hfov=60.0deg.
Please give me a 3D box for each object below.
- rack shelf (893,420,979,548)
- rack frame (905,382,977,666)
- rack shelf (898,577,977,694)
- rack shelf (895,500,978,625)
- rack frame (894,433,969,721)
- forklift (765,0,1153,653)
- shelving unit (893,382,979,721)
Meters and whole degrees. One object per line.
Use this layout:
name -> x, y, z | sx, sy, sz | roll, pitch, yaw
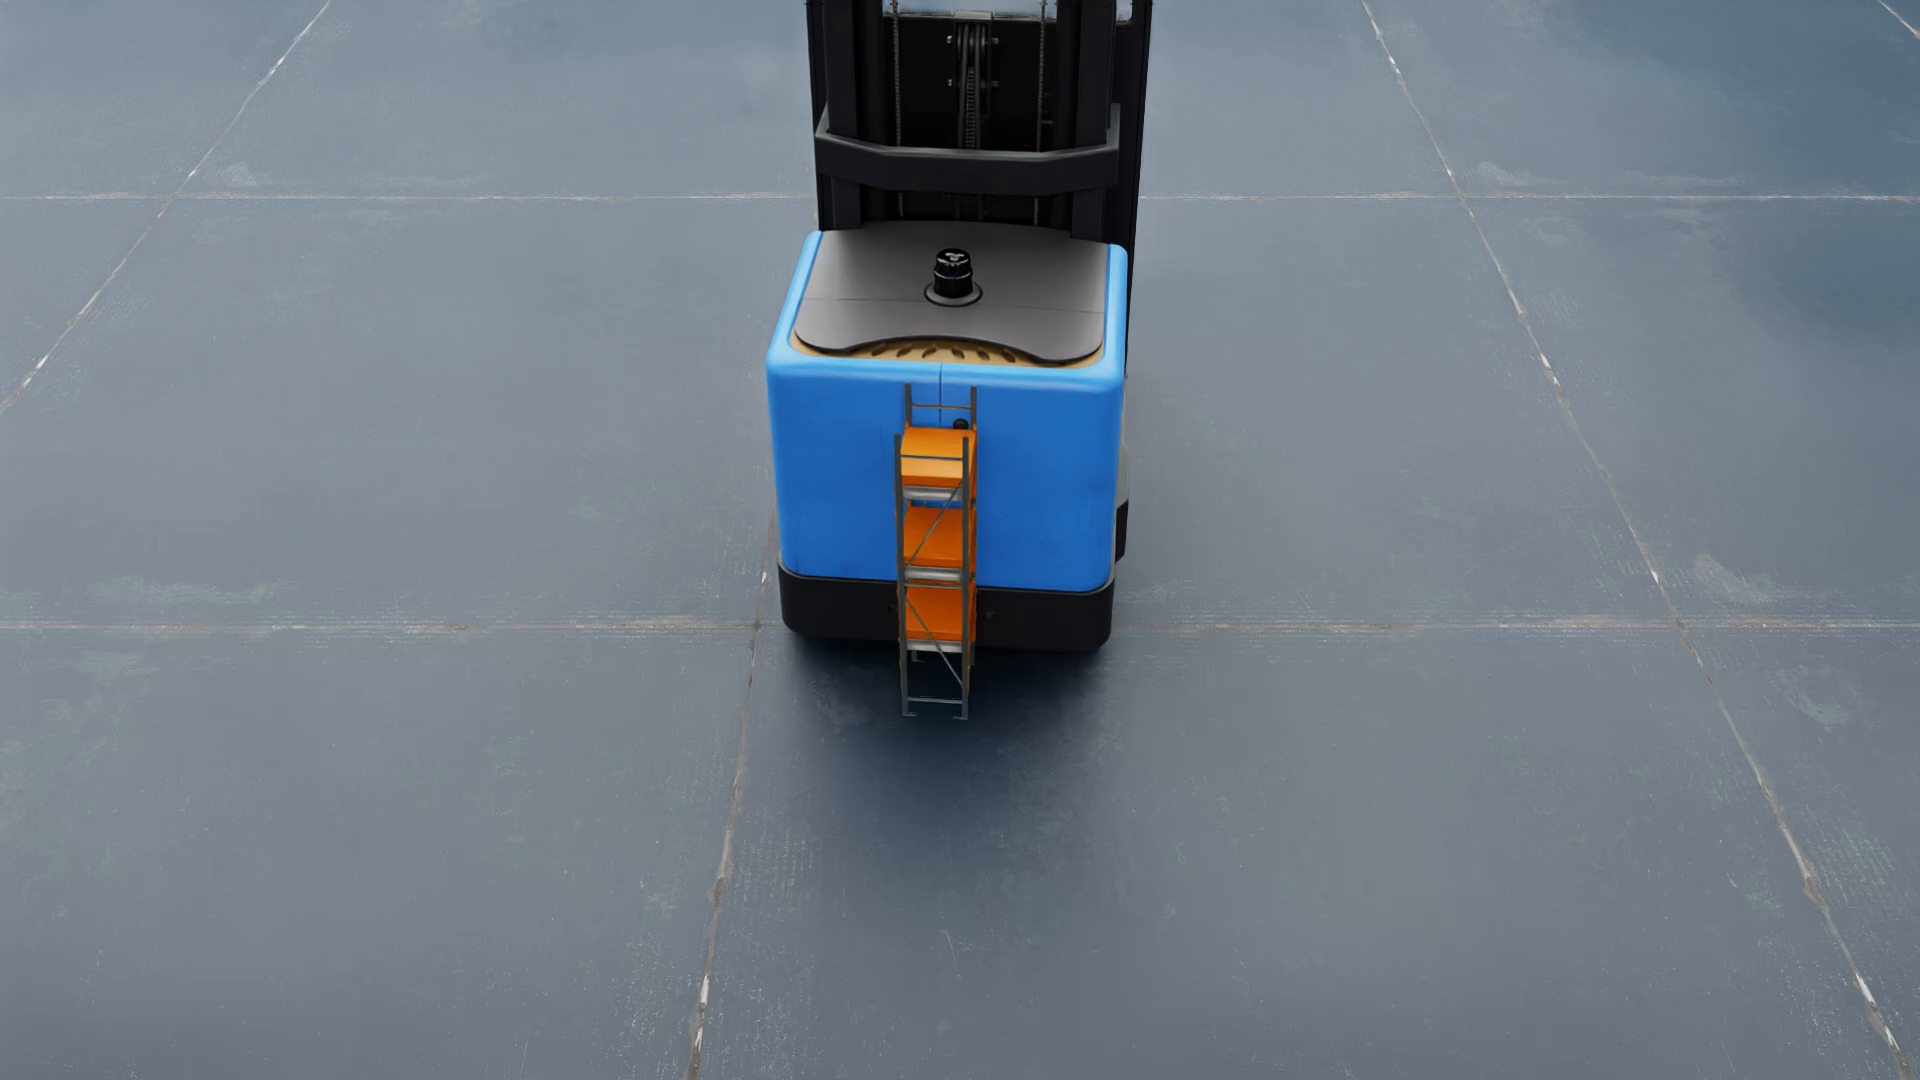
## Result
rack shelf -> -0.065, -0.157, 4.670 | 0.215, 0.259, 0.240 | 3, 39, 4
rack frame -> -0.054, -0.020, 4.935 | 0.200, 1.050, 0.008 | 3, 39, 4
rack shelf -> -0.065, 0.281, 5.021 | 0.215, 0.259, 0.240 | 3, 39, 4
rack shelf -> -0.065, 0.064, 4.847 | 0.215, 0.259, 0.240 | 3, 39, 4
rack frame -> -0.076, 0.132, 4.746 | 0.200, 1.050, 0.008 | 3, 39, 4
forklift -> 0.082, -1.702, 5.531 | 1.130, 2.935, 3.031 | 3, 39, 4
shelving unit -> -0.065, 0.056, 4.841 | 0.215, 1.050, 0.252 | 3, 39, 4
